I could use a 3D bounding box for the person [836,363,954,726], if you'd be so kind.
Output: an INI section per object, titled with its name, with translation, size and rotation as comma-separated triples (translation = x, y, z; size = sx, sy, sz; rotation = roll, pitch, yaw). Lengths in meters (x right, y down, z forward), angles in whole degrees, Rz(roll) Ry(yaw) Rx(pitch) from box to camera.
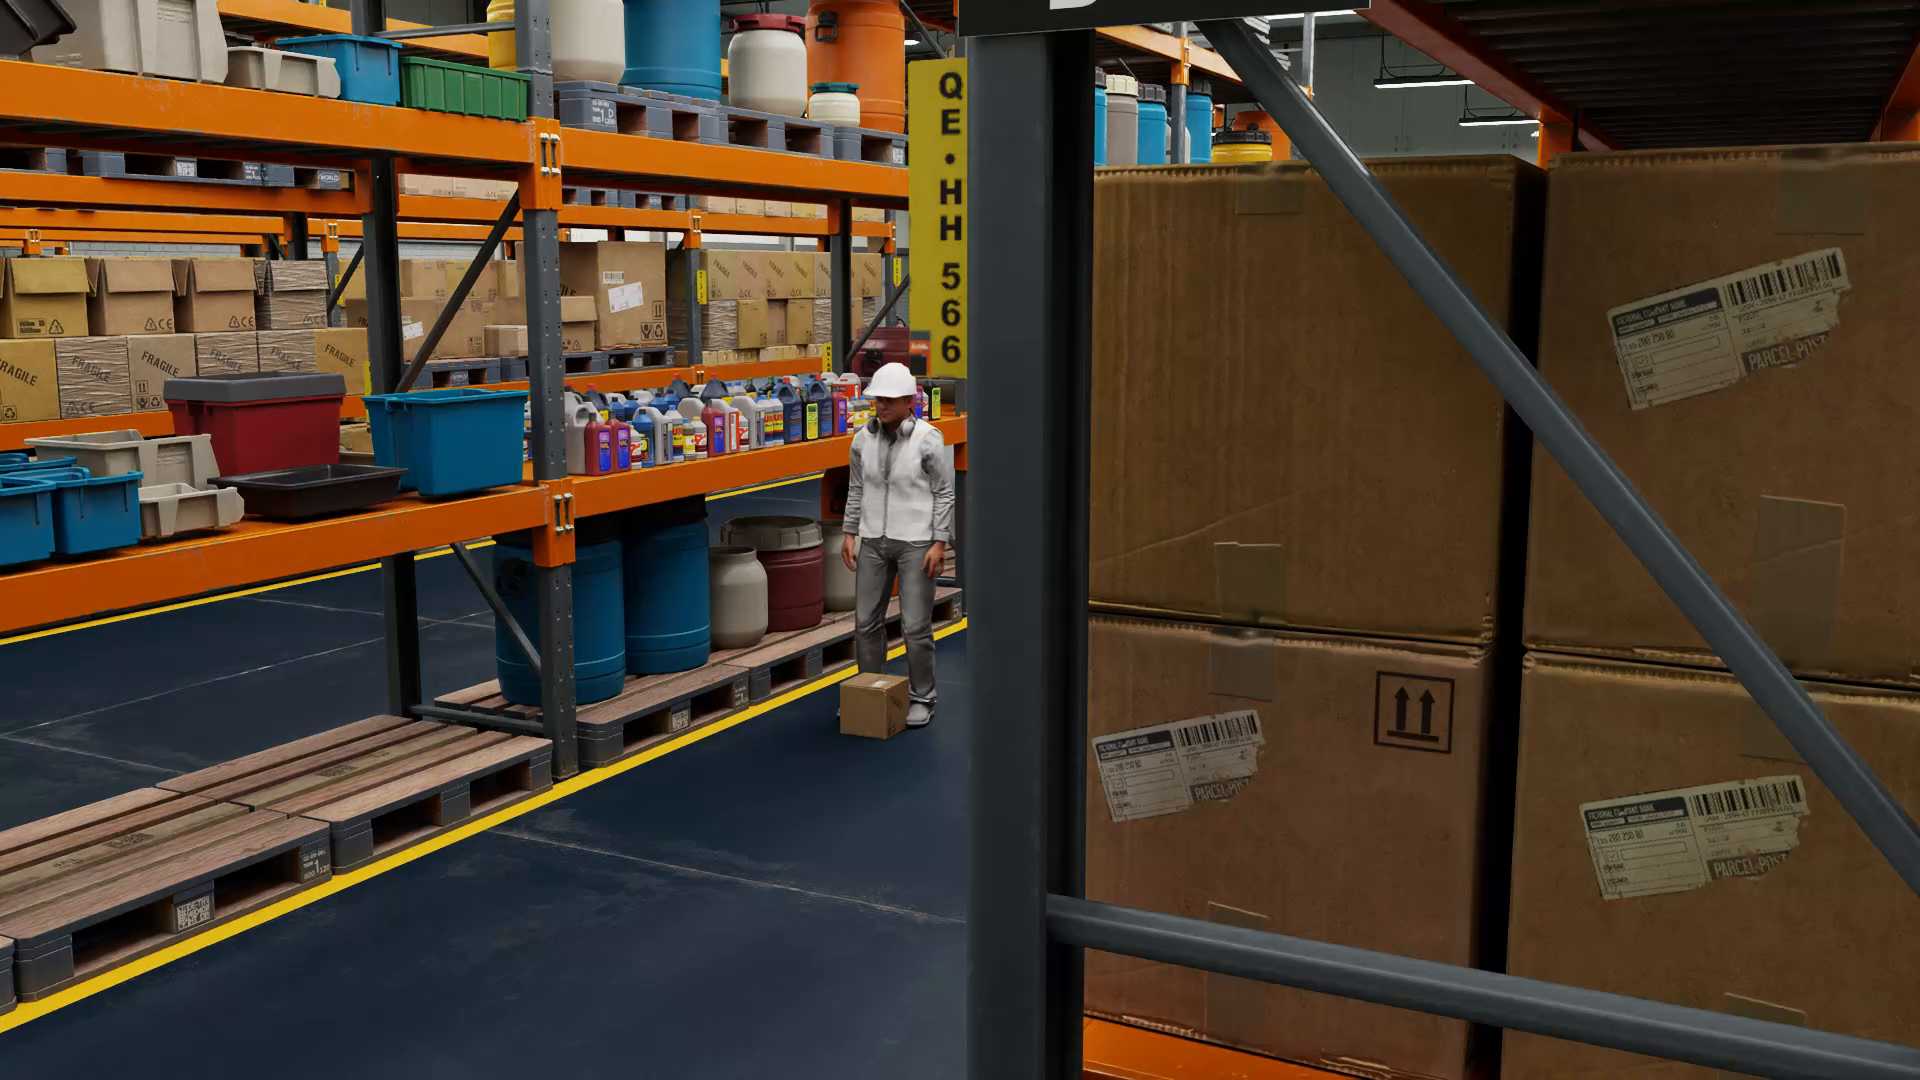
[person]
translation = -0.311, 0.014, 8.187
size = 0.581, 1.772, 0.460
rotation = 5, 10, 26
